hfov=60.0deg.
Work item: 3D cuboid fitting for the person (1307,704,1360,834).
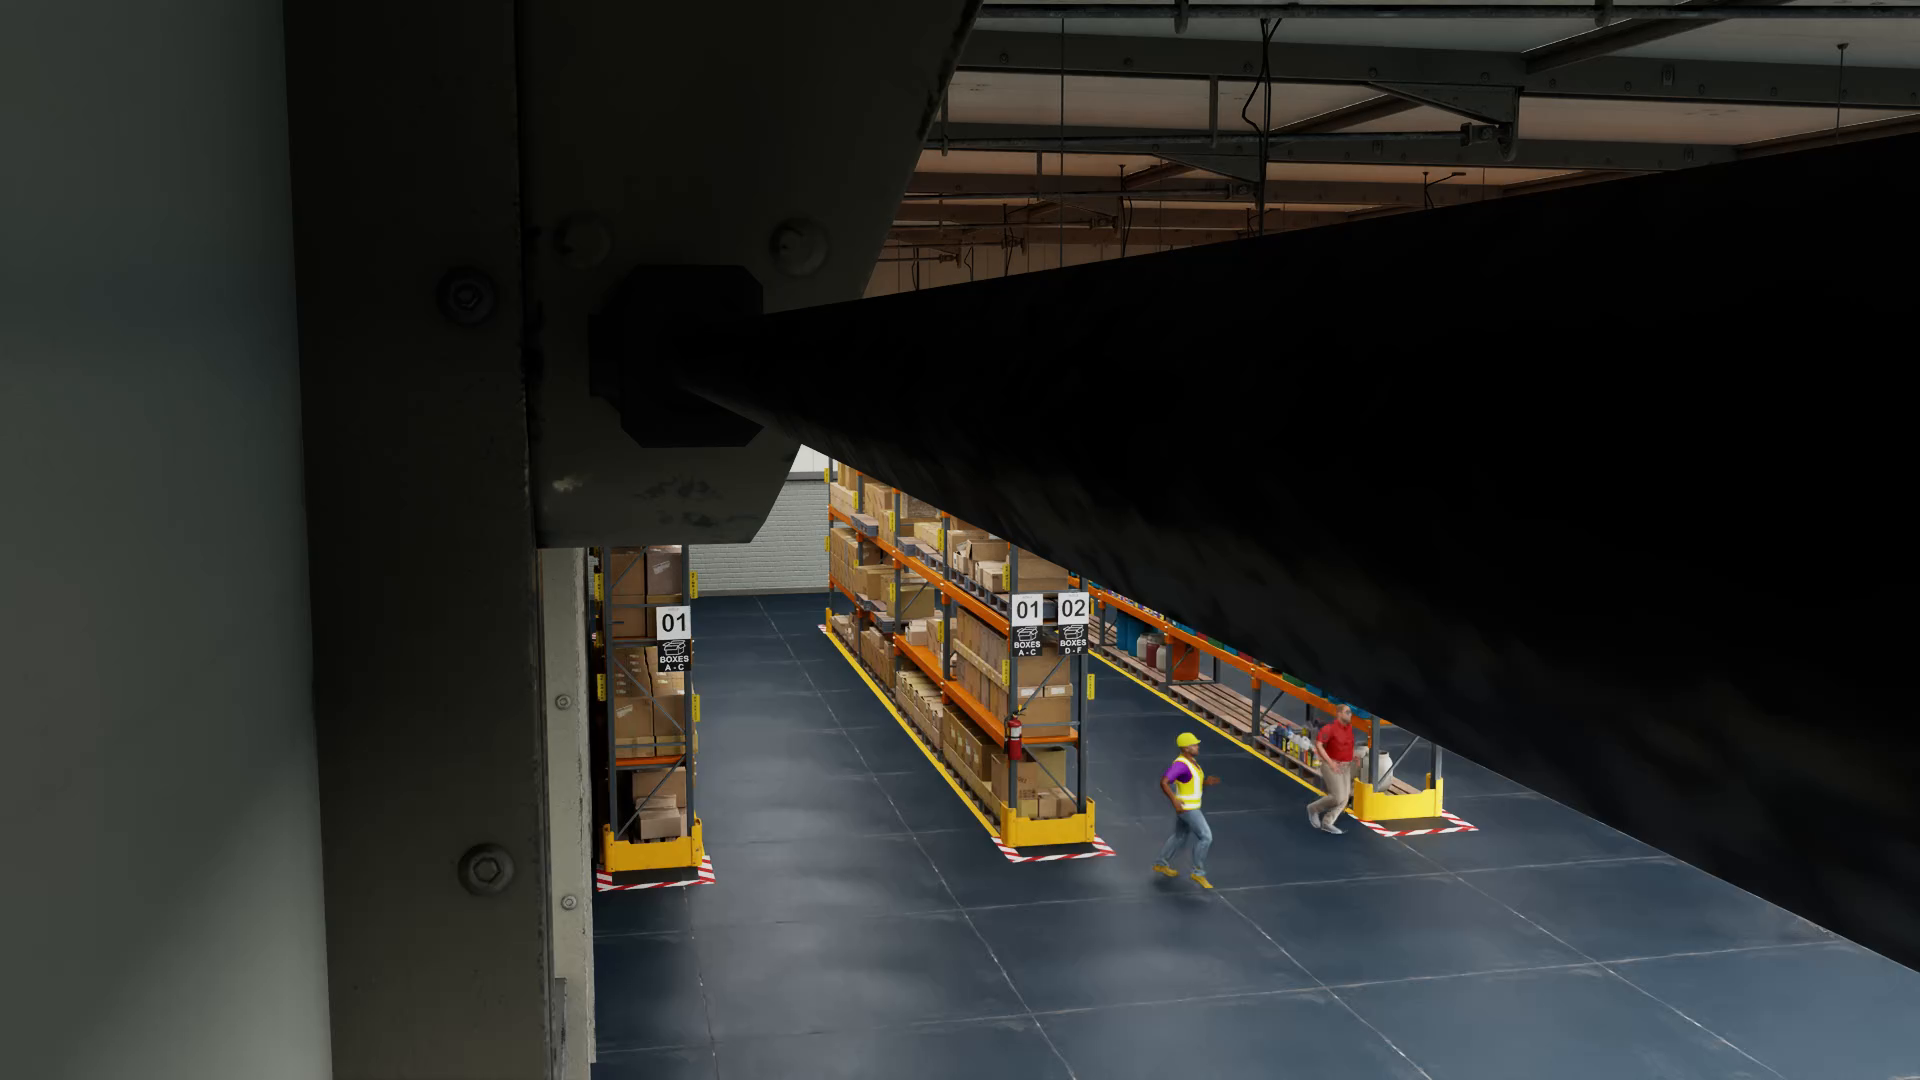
[{"bbox_3d":[4.894,2.948,21.584,0.682,1.667,0.590,-6,9,-42],"label":"person"}]

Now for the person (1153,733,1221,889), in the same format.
[{"bbox_3d":[2.654,3.154,19.435,0.773,1.830,0.672,1,7,9],"label":"person"}]
